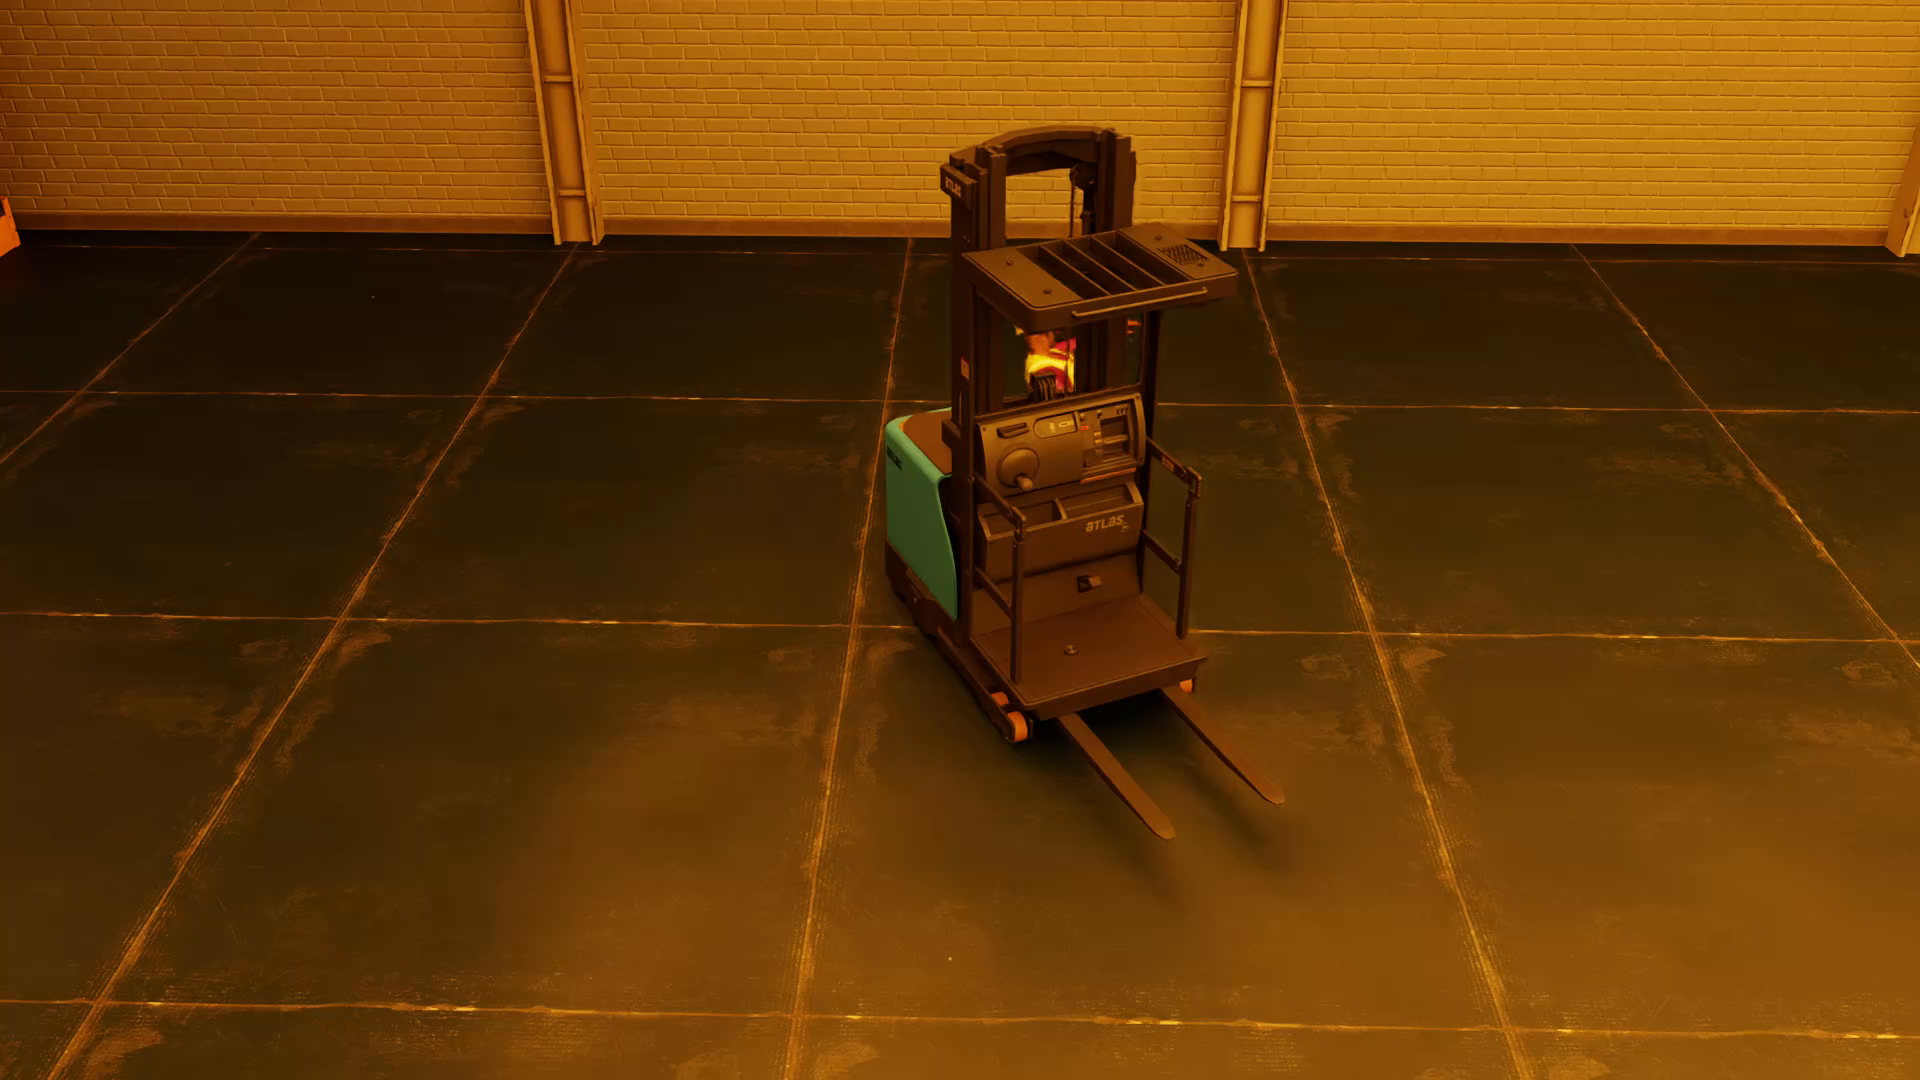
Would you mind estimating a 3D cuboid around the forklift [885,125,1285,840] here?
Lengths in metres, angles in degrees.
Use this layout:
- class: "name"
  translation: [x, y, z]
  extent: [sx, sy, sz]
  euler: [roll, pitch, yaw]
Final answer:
- class: "forklift"
  translation: [0.624, -0.451, 8.380]
  extent: [1.130, 2.935, 3.031]
  euler: [-13, 33, -21]

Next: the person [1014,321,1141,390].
- class: "person"
  translation: [0.752, -0.586, 9.968]
  extent: [0.777, 1.519, 1.062]
  euler: [-7, 31, -12]
